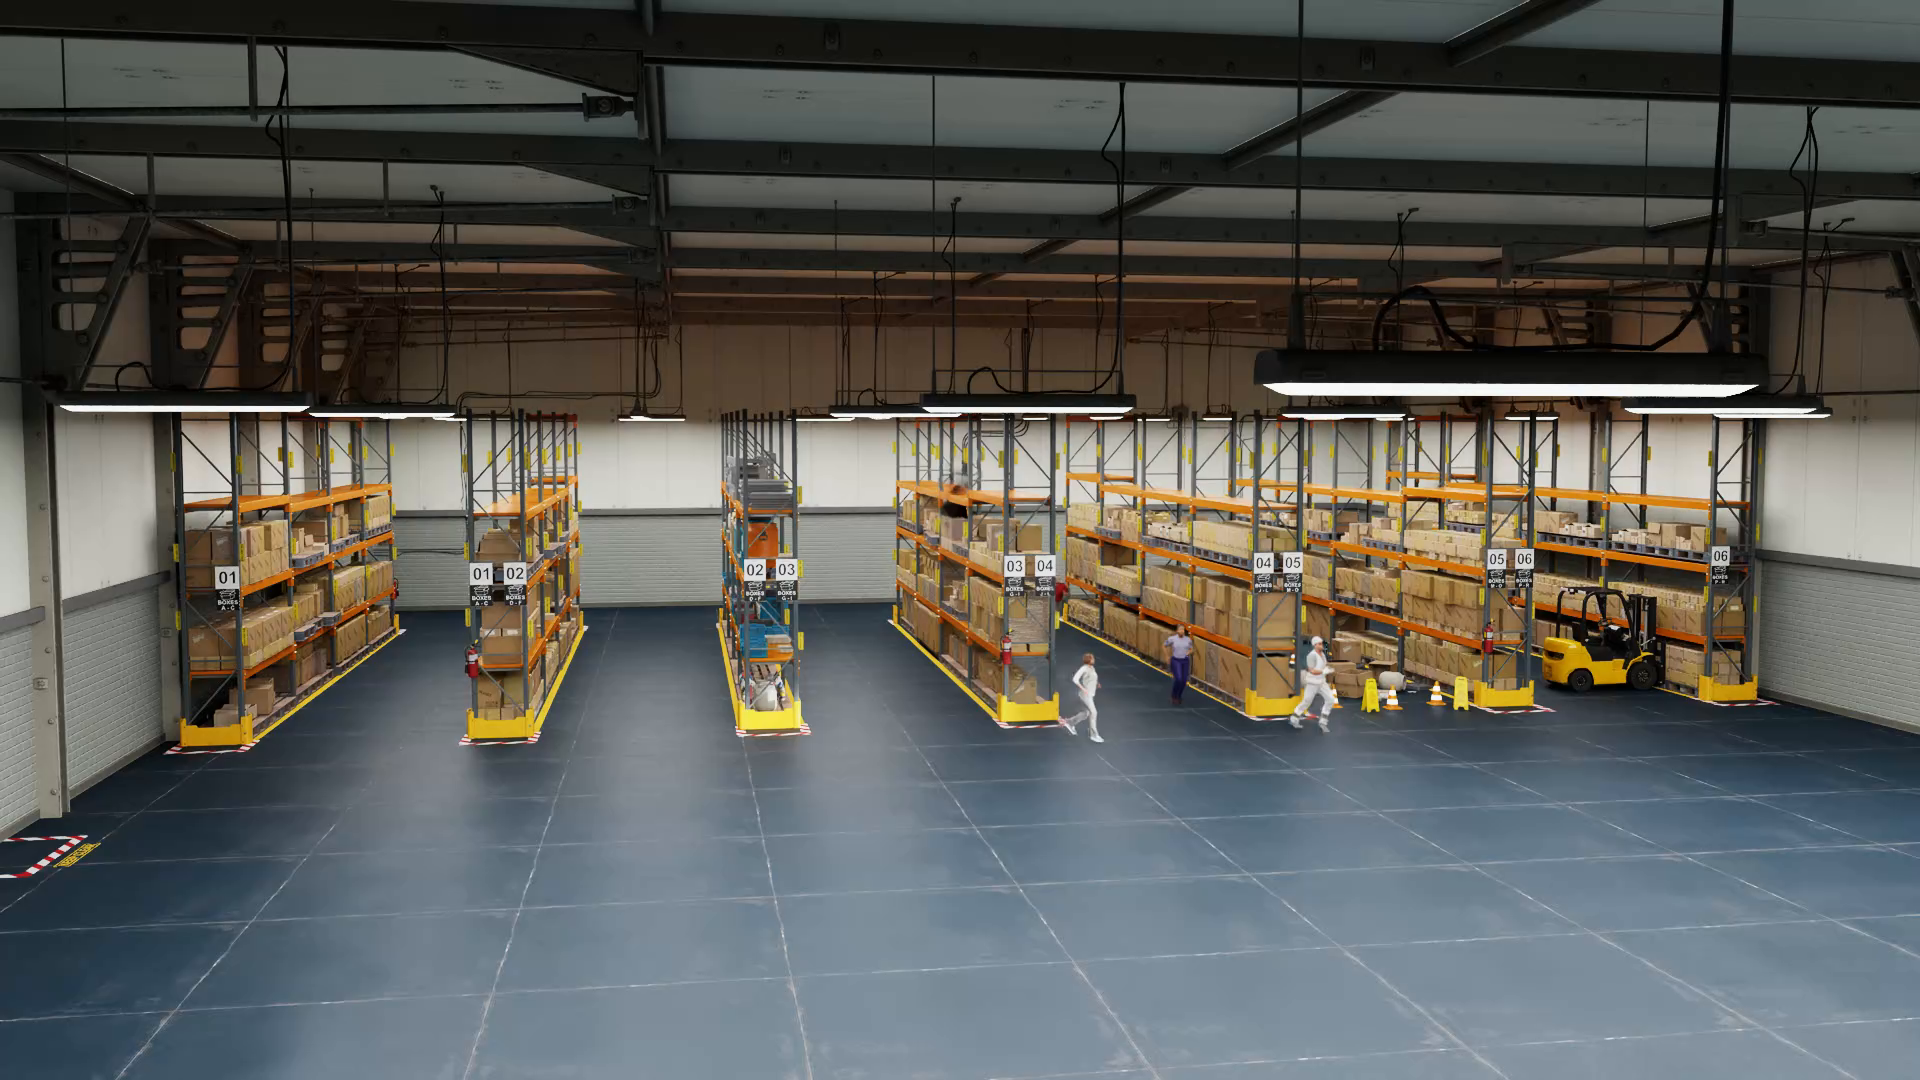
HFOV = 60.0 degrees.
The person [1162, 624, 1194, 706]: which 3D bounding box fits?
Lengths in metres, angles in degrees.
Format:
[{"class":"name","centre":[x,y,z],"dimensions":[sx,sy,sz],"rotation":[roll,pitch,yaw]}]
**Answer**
[{"class":"person","centre":[4.487,2.545,33.895],"dimensions":[0.577,1.660,0.672],"rotation":[-1,4,-16]}]

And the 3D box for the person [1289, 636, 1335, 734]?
[{"class":"person","centre":[6.585,2.680,30.823],"dimensions":[0.908,1.817,0.676],"rotation":[4,6,44]}]

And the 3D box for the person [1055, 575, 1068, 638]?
[{"class":"person","centre":[2.552,1.772,44.769],"dimensions":[0.656,1.717,0.962],"rotation":[-1,4,-17]}]

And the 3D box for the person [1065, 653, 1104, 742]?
[{"class":"person","centre":[2.269,2.830,30.110],"dimensions":[0.786,1.599,0.559],"rotation":[2,4,24]}]
